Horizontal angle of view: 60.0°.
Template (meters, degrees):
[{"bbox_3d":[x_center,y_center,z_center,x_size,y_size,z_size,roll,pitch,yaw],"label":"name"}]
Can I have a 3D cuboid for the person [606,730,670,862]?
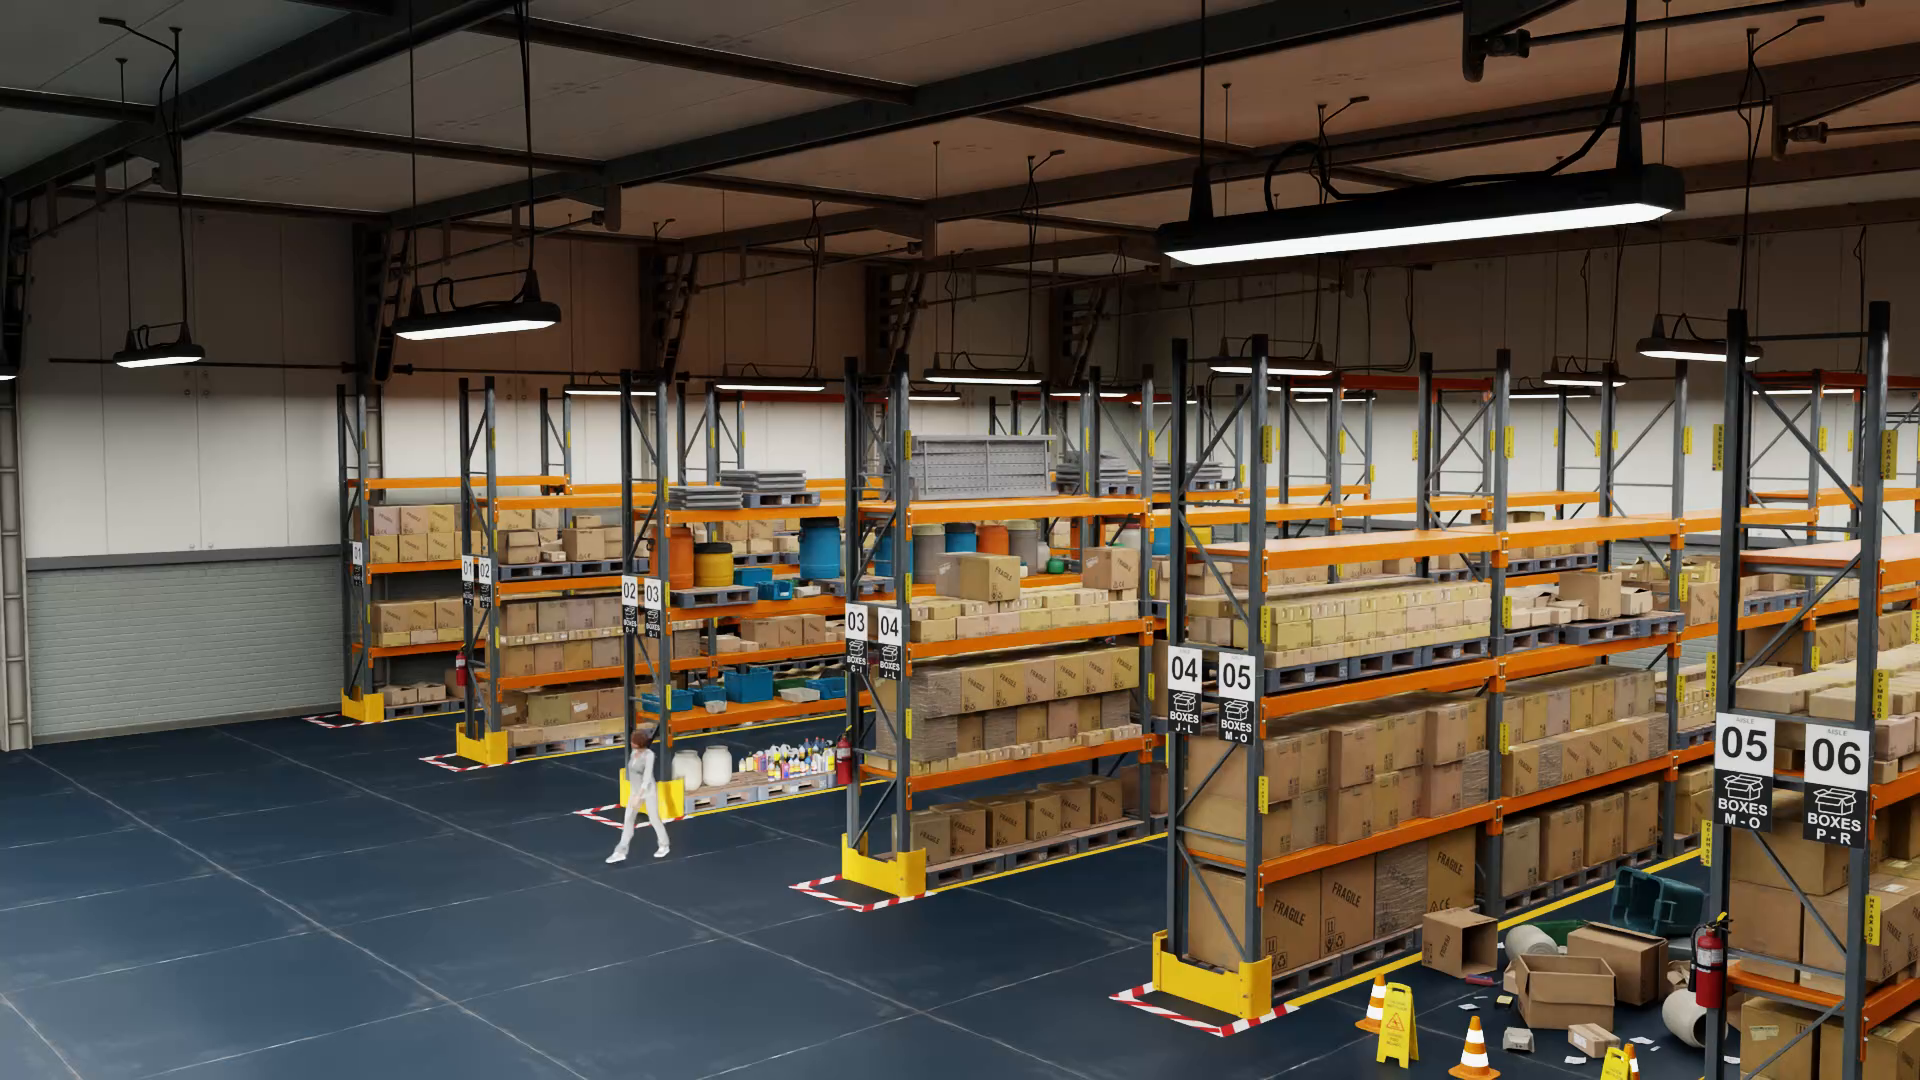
[{"bbox_3d":[-3.852,3.058,19.902,0.434,1.562,0.892,3,5,39],"label":"person"}]
